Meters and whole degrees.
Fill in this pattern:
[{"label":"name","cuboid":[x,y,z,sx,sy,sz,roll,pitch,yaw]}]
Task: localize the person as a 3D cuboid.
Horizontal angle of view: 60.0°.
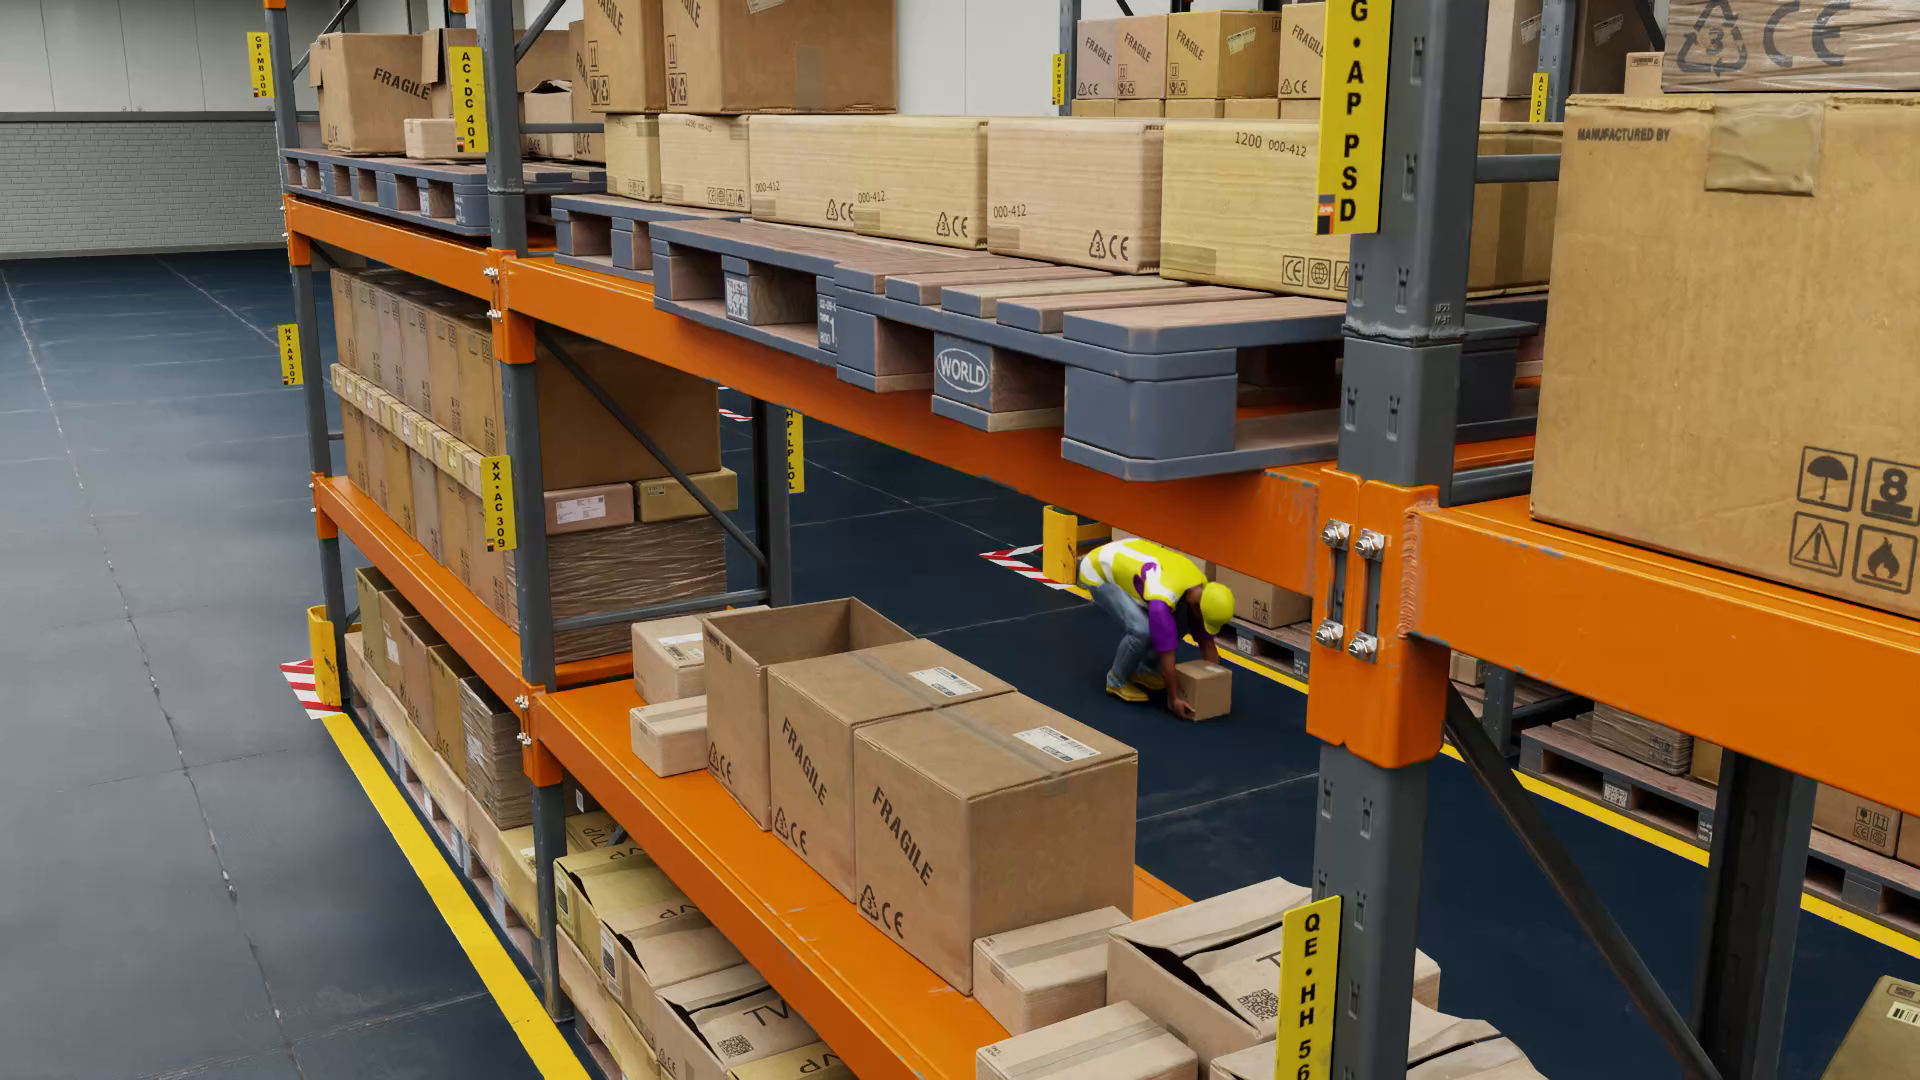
[{"label":"person","cuboid":[1.130,0.474,9.386,0.978,0.907,0.507,14,20,42]}]
